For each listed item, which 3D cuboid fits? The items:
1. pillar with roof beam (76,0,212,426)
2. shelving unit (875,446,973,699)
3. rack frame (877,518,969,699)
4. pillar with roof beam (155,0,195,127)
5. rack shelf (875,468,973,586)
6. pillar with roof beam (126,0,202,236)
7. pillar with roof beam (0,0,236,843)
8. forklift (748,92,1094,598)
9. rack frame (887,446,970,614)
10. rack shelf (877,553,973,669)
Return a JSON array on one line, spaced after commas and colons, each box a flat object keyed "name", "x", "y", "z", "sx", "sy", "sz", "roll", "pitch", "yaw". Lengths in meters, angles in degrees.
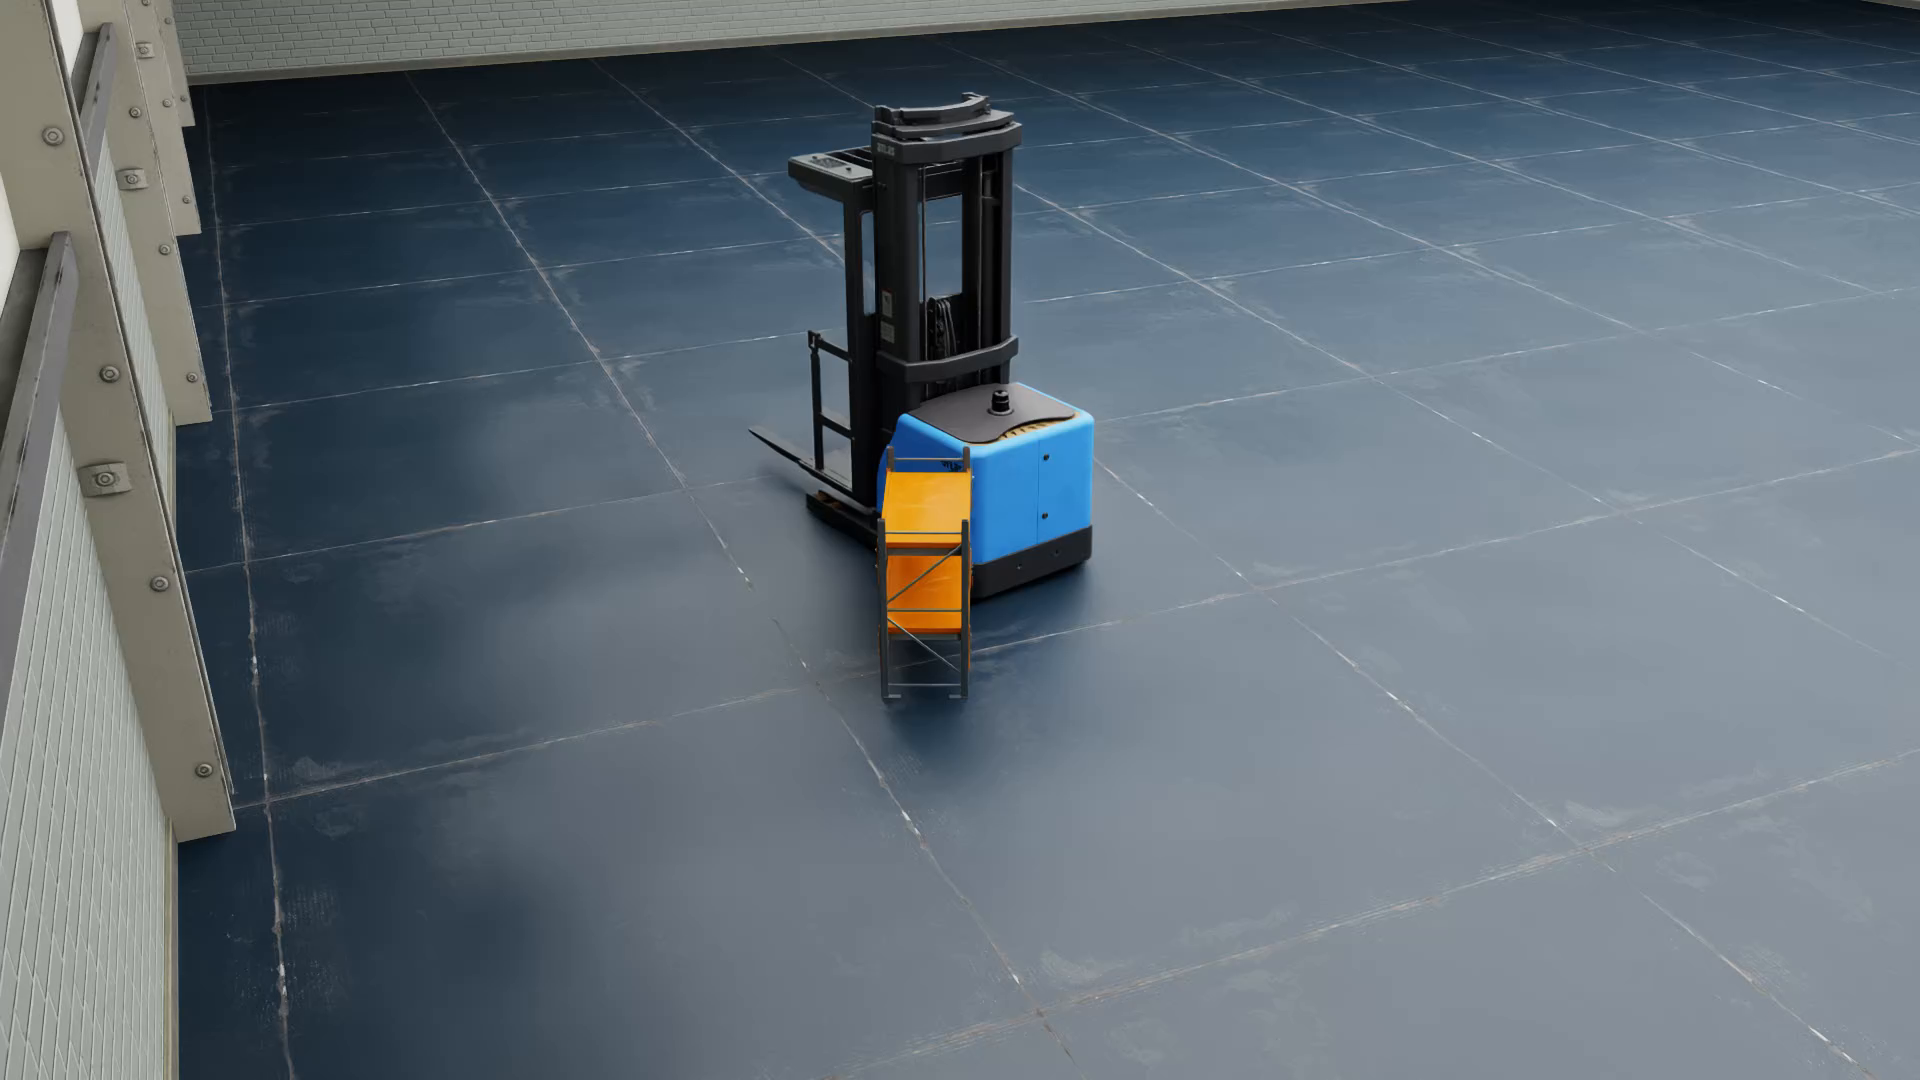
[{"name": "pillar with roof beam", "x": -2.265, "y": -5.794, "z": 13.007, "sx": 9.100, "sy": 9.000, "sz": 0.400, "roll": -11, "pitch": 28, "yaw": -21}, {"name": "shelving unit", "x": -0.194, "y": 0.173, "z": 9.759, "sx": 0.538, "sy": 1.125, "sz": 1.048, "roll": 0, "pitch": 26, "yaw": 1}, {"name": "rack frame", "x": -0.200, "y": 0.396, "z": 9.303, "sx": 0.500, "sy": 1.125, "sz": 0.032, "roll": 0, "pitch": 26, "yaw": 1}, {"name": "pillar with roof beam", "x": -6.964, "y": -10.639, "z": 22.929, "sx": 9.100, "sy": 9.000, "sz": 0.400, "roll": -11, "pitch": 28, "yaw": -21}, {"name": "rack shelf", "x": -0.194, "y": -0.090, "z": 9.631, "sx": 0.538, "sy": 0.278, "sz": 1.000, "roll": 0, "pitch": 26, "yaw": 1}, {"name": "pillar with roof beam", "x": -4.615, "y": -8.217, "z": 17.968, "sx": 9.100, "sy": 9.000, "sz": 0.400, "roll": -11, "pitch": 28, "yaw": -21}, {"name": "pillar with roof beam", "x": 0.085, "y": -3.372, "z": 8.046, "sx": 9.100, "sy": 9.000, "sz": 0.400, "roll": -11, "pitch": 28, "yaw": -21}, {"name": "forklift", "x": -0.425, "y": -1.532, "z": 11.194, "sx": 1.130, "sy": 2.935, "sz": 3.031, "roll": -19, "pitch": 32, "yaw": -33}, {"name": "rack frame", "x": -0.188, "y": -0.050, "z": 10.216, "sx": 0.500, "sy": 1.125, "sz": 0.032, "roll": 0, "pitch": 26, "yaw": 1}, {"name": "rack shelf", "x": -0.194, "y": 0.393, "z": 9.867, "sx": 0.538, "sy": 0.278, "sz": 1.000, "roll": 0, "pitch": 26, "yaw": 1}]
